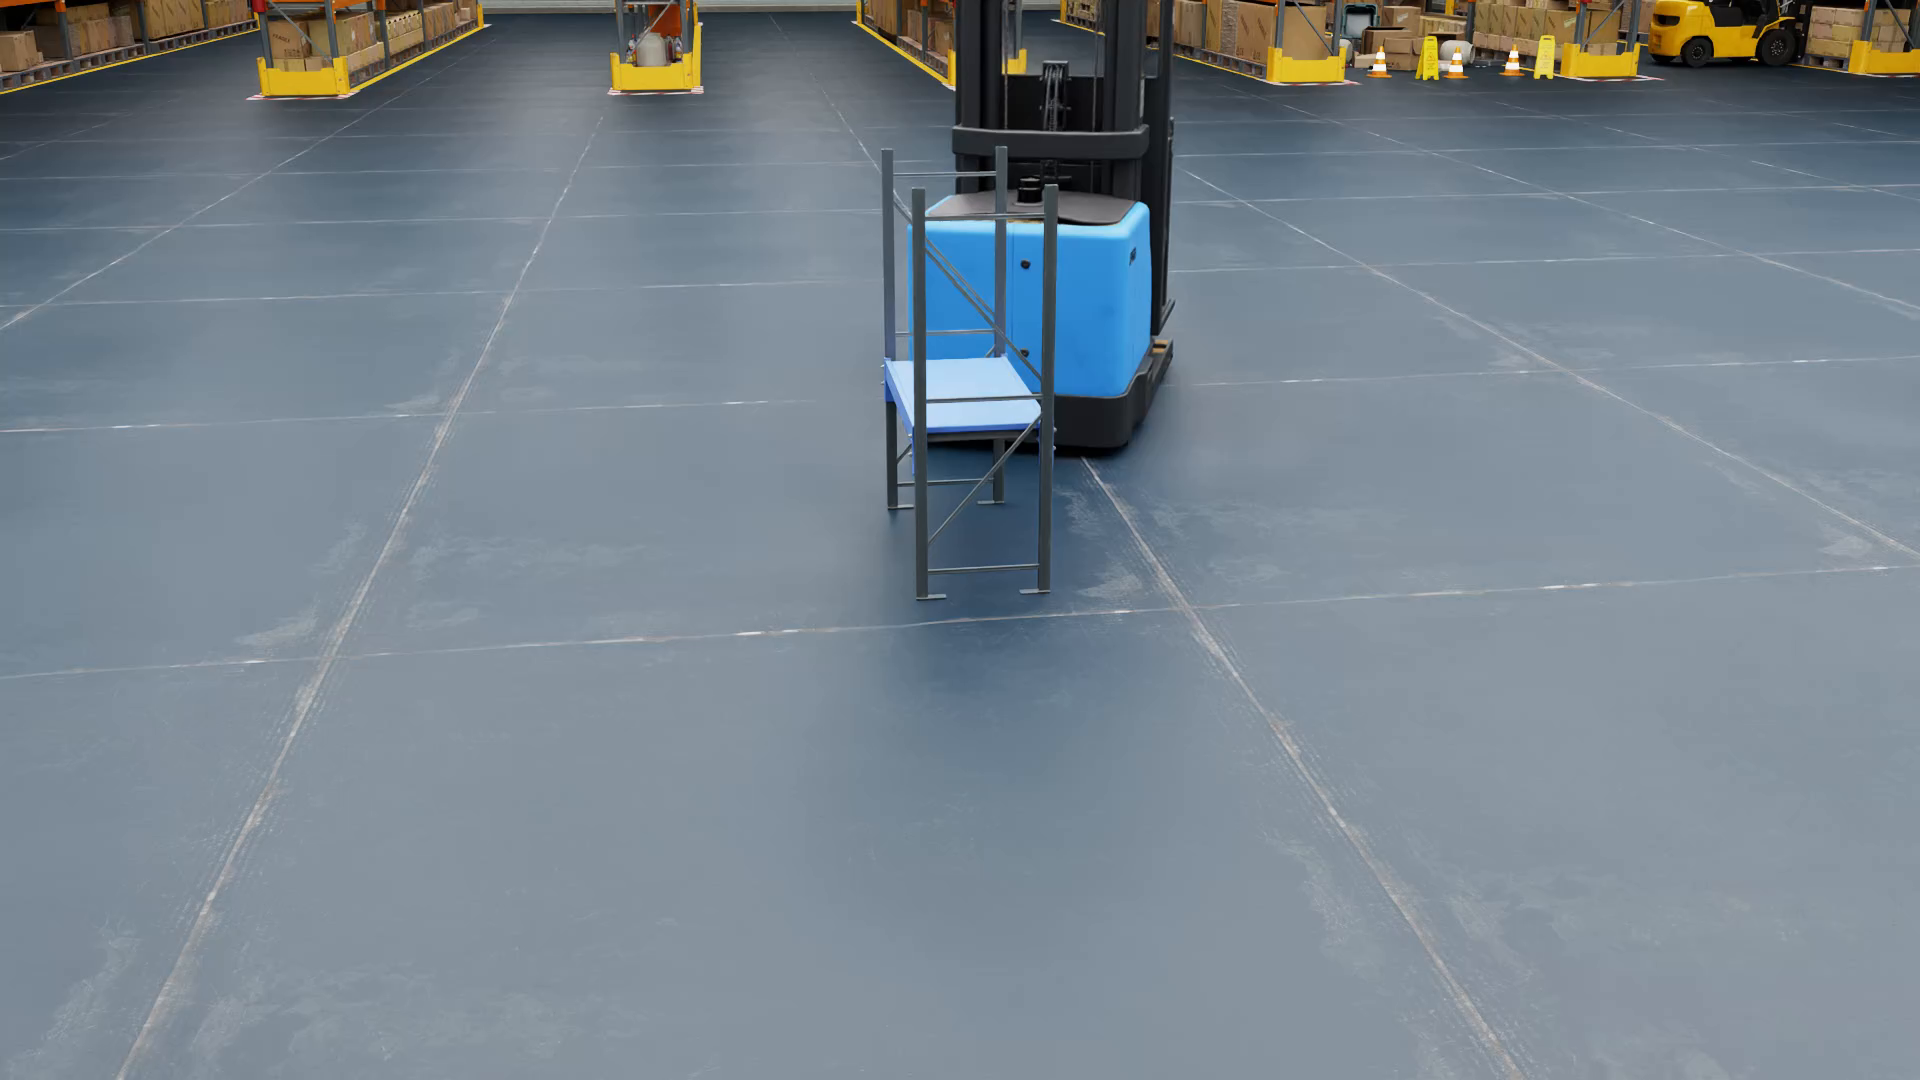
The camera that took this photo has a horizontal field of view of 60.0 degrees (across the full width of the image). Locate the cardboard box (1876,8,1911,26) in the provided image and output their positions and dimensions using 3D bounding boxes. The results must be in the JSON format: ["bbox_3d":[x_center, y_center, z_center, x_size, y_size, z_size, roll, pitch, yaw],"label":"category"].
[{"bbox_3d":[15.257,-8.619,27.407,0.500,0.250,0.500,-3,21,-9],"label":"cardboard box"}]

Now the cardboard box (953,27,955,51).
[{"bbox_3d":[0.156,-7.980,26.769,0.500,0.500,0.500,-1,21,-3],"label":"cardboard box"}]

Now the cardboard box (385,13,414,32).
[{"bbox_3d":[-10.065,-9.234,29.681,0.500,0.311,0.500,-3,21,-8],"label":"cardboard box"}]

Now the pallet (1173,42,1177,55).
[{"bbox_3d":[4.402,-9.295,31.302,1.003,0.211,1.213,-3,21,-8],"label":"pallet"}]

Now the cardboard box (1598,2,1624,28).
[{"bbox_3d":[13.712,-10.997,34.846,0.500,0.500,0.500,-2,21,-6],"label":"cardboard box"}]

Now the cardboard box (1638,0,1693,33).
[{"bbox_3d":[14.164,-10.478,33.276,0.875,0.625,0.625,-2,21,-6],"label":"cardboard box"}]

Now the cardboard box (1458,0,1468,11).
[{"bbox_3d":[12.827,-13.417,41.319,0.797,0.503,0.637,-4,21,-10],"label":"cardboard box"}]

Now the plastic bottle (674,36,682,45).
[{"bbox_3d":[-4.605,-8.028,27.081,0.144,0.351,0.185,-3,21,-8],"label":"plastic bottle"}]

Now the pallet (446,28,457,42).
[{"bbox_3d":[-10.958,-10.385,34.220,1.003,0.211,1.213,-3,21,-8],"label":"pallet"}]

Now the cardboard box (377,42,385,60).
[{"bbox_3d":[-9.676,-7.960,27.072,0.500,0.250,0.500,-3,21,-8],"label":"cardboard box"}]

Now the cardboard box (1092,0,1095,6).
[{"bbox_3d":[3.186,-12.107,37.469,0.380,0.149,0.250,-3,21,-8],"label":"cardboard box"}]

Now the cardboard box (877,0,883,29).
[{"bbox_3d":[-1.067,-11.141,34.695,1.225,0.875,0.875,-4,21,-10],"label":"cardboard box"}]

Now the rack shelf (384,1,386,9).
[{"bbox_3d":[-10.247,-9.557,29.045,1.077,0.370,4.000,-3,21,-8],"label":"rack shelf"}]

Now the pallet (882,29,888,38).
[{"bbox_3d":[-1.123,-10.900,35.598,1.003,0.211,1.213,-3,21,-8],"label":"pallet"}]

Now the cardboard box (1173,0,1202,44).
[{"bbox_3d":[4.453,-9.602,30.753,1.050,0.750,0.750,-3,21,-8],"label":"cardboard box"}]

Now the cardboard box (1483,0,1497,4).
[{"bbox_3d":[9.427,-9.499,29.193,0.380,0.149,0.250,-3,21,-7],"label":"cardboard box"}]

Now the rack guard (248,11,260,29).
[{"bbox_3d":[-16.594,-11.942,37.976,1.175,0.500,0.348,-3,21,-8],"label":"rack guard"}]

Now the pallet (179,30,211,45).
[{"bbox_3d":[-15.828,-10.150,33.591,1.003,0.211,1.213,-3,21,-8],"label":"pallet"}]

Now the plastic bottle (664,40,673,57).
[{"bbox_3d":[-4.794,-8.089,27.351,0.152,0.276,0.135,-3,21,-8],"label":"plastic bottle"}]

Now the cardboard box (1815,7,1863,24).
[{"bbox_3d":[14.684,-8.763,27.793,0.500,0.250,0.500,-3,21,-7],"label":"cardboard box"}]

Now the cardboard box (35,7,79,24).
[{"bbox_3d":[-15.050,-8.743,27.710,0.500,0.250,0.500,-3,21,-9],"label":"cardboard box"}]

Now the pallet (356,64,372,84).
[{"bbox_3d":[-9.707,-7.194,25.676,1.003,0.211,1.213,-3,21,-8],"label":"pallet"}]

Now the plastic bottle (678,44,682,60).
[{"bbox_3d":[-4.448,-7.721,26.356,0.061,0.283,0.133,-3,21,-7],"label":"plastic bottle"}]

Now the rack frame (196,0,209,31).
[{"bbox_3d":[-16.014,-11.720,33.809,1.000,3.000,0.127,-3,21,-8],"label":"rack frame"}]

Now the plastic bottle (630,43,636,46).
[{"bbox_3d":[-5.208,-7.746,26.431,0.152,0.276,0.135,-3,21,-9],"label":"plastic bottle"}]

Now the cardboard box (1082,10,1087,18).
[{"bbox_3d":[3.032,-12.198,38.564,0.380,0.149,0.250,-3,21,-8],"label":"cardboard box"}]

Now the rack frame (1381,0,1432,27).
[{"bbox_3d":[9.074,-11.584,33.445,1.000,3.000,0.127,-3,21,-8],"label":"rack frame"}]

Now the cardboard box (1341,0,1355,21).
[{"bbox_3d":[8.804,-11.648,36.051,0.875,0.875,0.875,-2,21,-6],"label":"cardboard box"}]

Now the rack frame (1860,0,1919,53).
[{"bbox_3d":[15.139,-9.066,26.703,1.000,3.000,0.127,-3,21,-8],"label":"rack frame"}]

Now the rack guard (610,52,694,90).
[{"bbox_3d":[-4.538,-6.918,24.524,1.175,0.500,0.348,-3,21,-8],"label":"rack guard"}]

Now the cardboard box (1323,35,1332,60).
[{"bbox_3d":[6.006,-8.259,28.112,0.500,0.500,0.500,1,20,2],"label":"cardboard box"}]

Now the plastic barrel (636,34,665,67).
[{"bbox_3d":[-4.651,-7.320,24.984,0.421,0.512,0.421,0,20,0],"label":"plastic barrel"}]

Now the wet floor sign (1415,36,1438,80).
[{"bbox_3d":[7.307,-7.517,25.920,0.267,0.644,0.232,-7,21,-17],"label":"wet floor sign"}]

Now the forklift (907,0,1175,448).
[{"bbox_3d":[0.573,-2.277,8.624,1.130,2.935,3.031,5,21,12],"label":"forklift"}]

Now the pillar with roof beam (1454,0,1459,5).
[{"bbox_3d":[9.075,-18.178,42.525,9.100,9.000,0.400,-3,21,-8],"label":"pillar with roof beam"}]

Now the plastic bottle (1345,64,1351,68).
[{"bbox_3d":[6.435,-7.987,28.012,0.283,0.061,0.133,-11,23,-26],"label":"plastic bottle"}]

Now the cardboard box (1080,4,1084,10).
[{"bbox_3d":[3.027,-12.517,38.990,0.380,0.149,0.250,-4,21,-10],"label":"cardboard box"}]

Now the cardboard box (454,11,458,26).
[{"bbox_3d":[-10.959,-11.074,35.293,0.500,0.311,0.500,-3,21,-8],"label":"cardboard box"}]

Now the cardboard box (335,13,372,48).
[{"bbox_3d":[-9.540,-7.965,26.013,0.500,0.500,0.500,-3,21,-8],"label":"cardboard box"}]

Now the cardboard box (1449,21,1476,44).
[{"bbox_3d":[9.573,-9.347,30.610,0.950,0.372,0.625,-3,21,-7],"label":"cardboard box"}]

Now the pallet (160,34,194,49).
[{"bbox_3d":[-15.649,-9.727,32.458,1.003,0.211,1.213,-3,21,-8],"label":"pallet"}]

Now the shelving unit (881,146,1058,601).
[{"bbox_3d":[0.012,-0.673,6.375,0.538,1.500,1.048,-3,21,-8],"label":"shelving unit"}]

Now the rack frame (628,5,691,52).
[{"bbox_3d":[-5.057,-9.450,27.730,1.000,3.000,0.127,-3,21,-8],"label":"rack frame"}]

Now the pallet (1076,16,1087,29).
[{"bbox_3d":[3.303,-12.032,38.630,1.003,0.211,1.213,-3,21,-8],"label":"pallet"}]

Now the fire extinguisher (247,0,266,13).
[{"bbox_3d":[-9.825,-7.716,23.198,0.296,0.674,0.183,-3,21,-8],"label":"fire extinguisher"}]

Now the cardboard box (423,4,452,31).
[{"bbox_3d":[-10.695,-10.678,33.963,0.500,0.500,0.500,-3,21,-8],"label":"cardboard box"}]

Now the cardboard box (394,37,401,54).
[{"bbox_3d":[-9.845,-8.439,28.354,0.500,0.250,0.500,-2,21,-6],"label":"cardboard box"}]

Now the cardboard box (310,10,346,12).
[{"bbox_3d":[-10.202,-8.285,26.869,0.500,0.500,0.500,-3,21,-8],"label":"cardboard box"}]

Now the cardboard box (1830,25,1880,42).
[{"bbox_3d":[14.759,-8.362,27.432,0.500,0.250,0.500,-3,21,-8],"label":"cardboard box"}]

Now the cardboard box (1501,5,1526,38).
[{"bbox_3d":[9.630,-8.877,28.455,0.500,0.500,0.500,-2,21,-5],"label":"cardboard box"}]

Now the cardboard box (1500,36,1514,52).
[{"bbox_3d":[9.636,-8.522,28.577,0.500,0.250,0.500,-3,21,-8],"label":"cardboard box"}]

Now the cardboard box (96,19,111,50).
[{"bbox_3d":[-15.223,-8.769,28.850,0.700,0.500,0.500,-3,21,-8],"label":"cardboard box"}]

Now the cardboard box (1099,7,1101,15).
[{"bbox_3d":[3.254,-11.778,37.014,0.380,0.149,0.250,-3,21,-7],"label":"cardboard box"}]

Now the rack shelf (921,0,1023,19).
[{"bbox_3d":[0.132,-8.670,26.671,1.077,0.370,4.000,-3,21,-8],"label":"rack shelf"}]

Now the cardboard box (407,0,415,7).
[{"bbox_3d":[-11.067,-10.658,32.837,0.500,0.250,0.500,-3,21,-9],"label":"cardboard box"}]
